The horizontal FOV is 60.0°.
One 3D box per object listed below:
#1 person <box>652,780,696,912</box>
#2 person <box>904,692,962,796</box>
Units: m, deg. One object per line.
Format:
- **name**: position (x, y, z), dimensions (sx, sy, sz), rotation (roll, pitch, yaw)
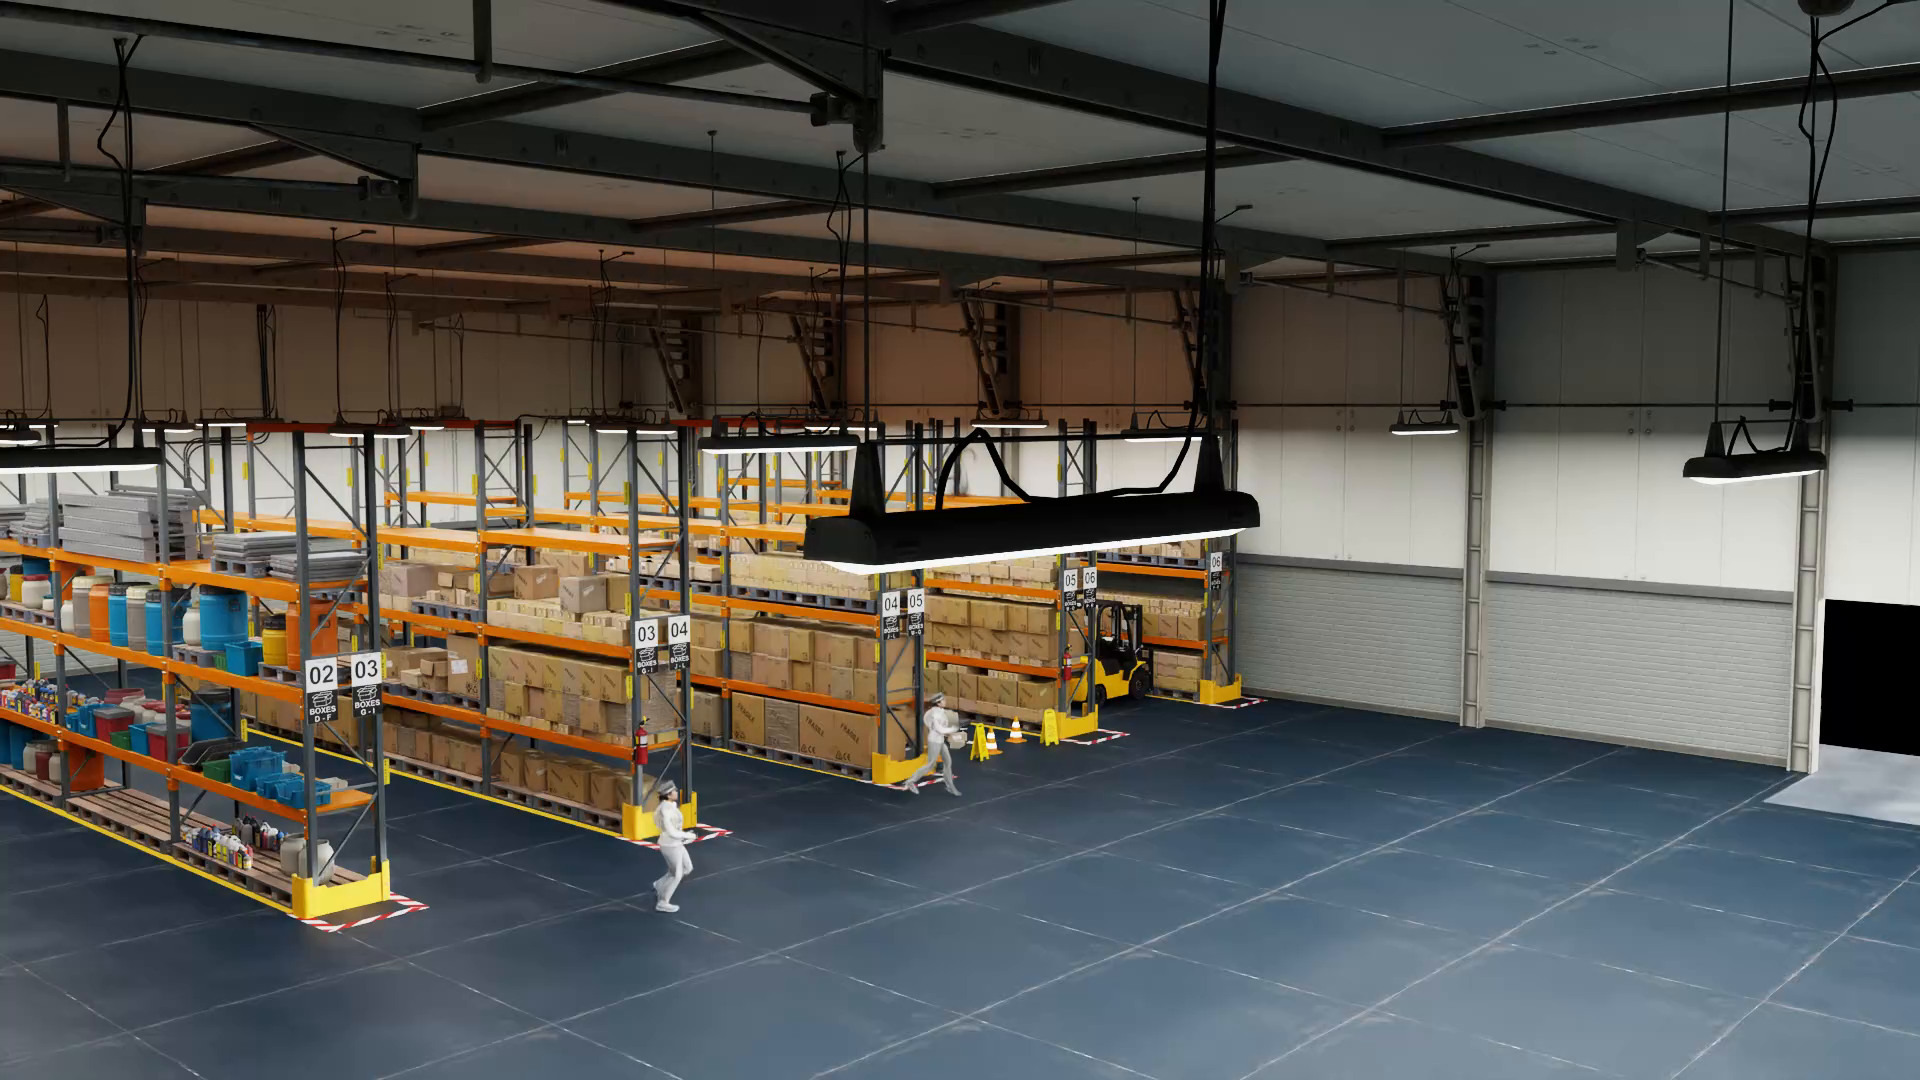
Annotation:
- **person**: position (-3.564, 3.808, 20.775), dimensions (0.531, 1.659, 0.604), rotation (-1, 5, -13)
- **person**: position (-0.433, 3.296, 26.822), dimensions (0.930, 1.722, 0.620), rotation (0, 5, -2)
